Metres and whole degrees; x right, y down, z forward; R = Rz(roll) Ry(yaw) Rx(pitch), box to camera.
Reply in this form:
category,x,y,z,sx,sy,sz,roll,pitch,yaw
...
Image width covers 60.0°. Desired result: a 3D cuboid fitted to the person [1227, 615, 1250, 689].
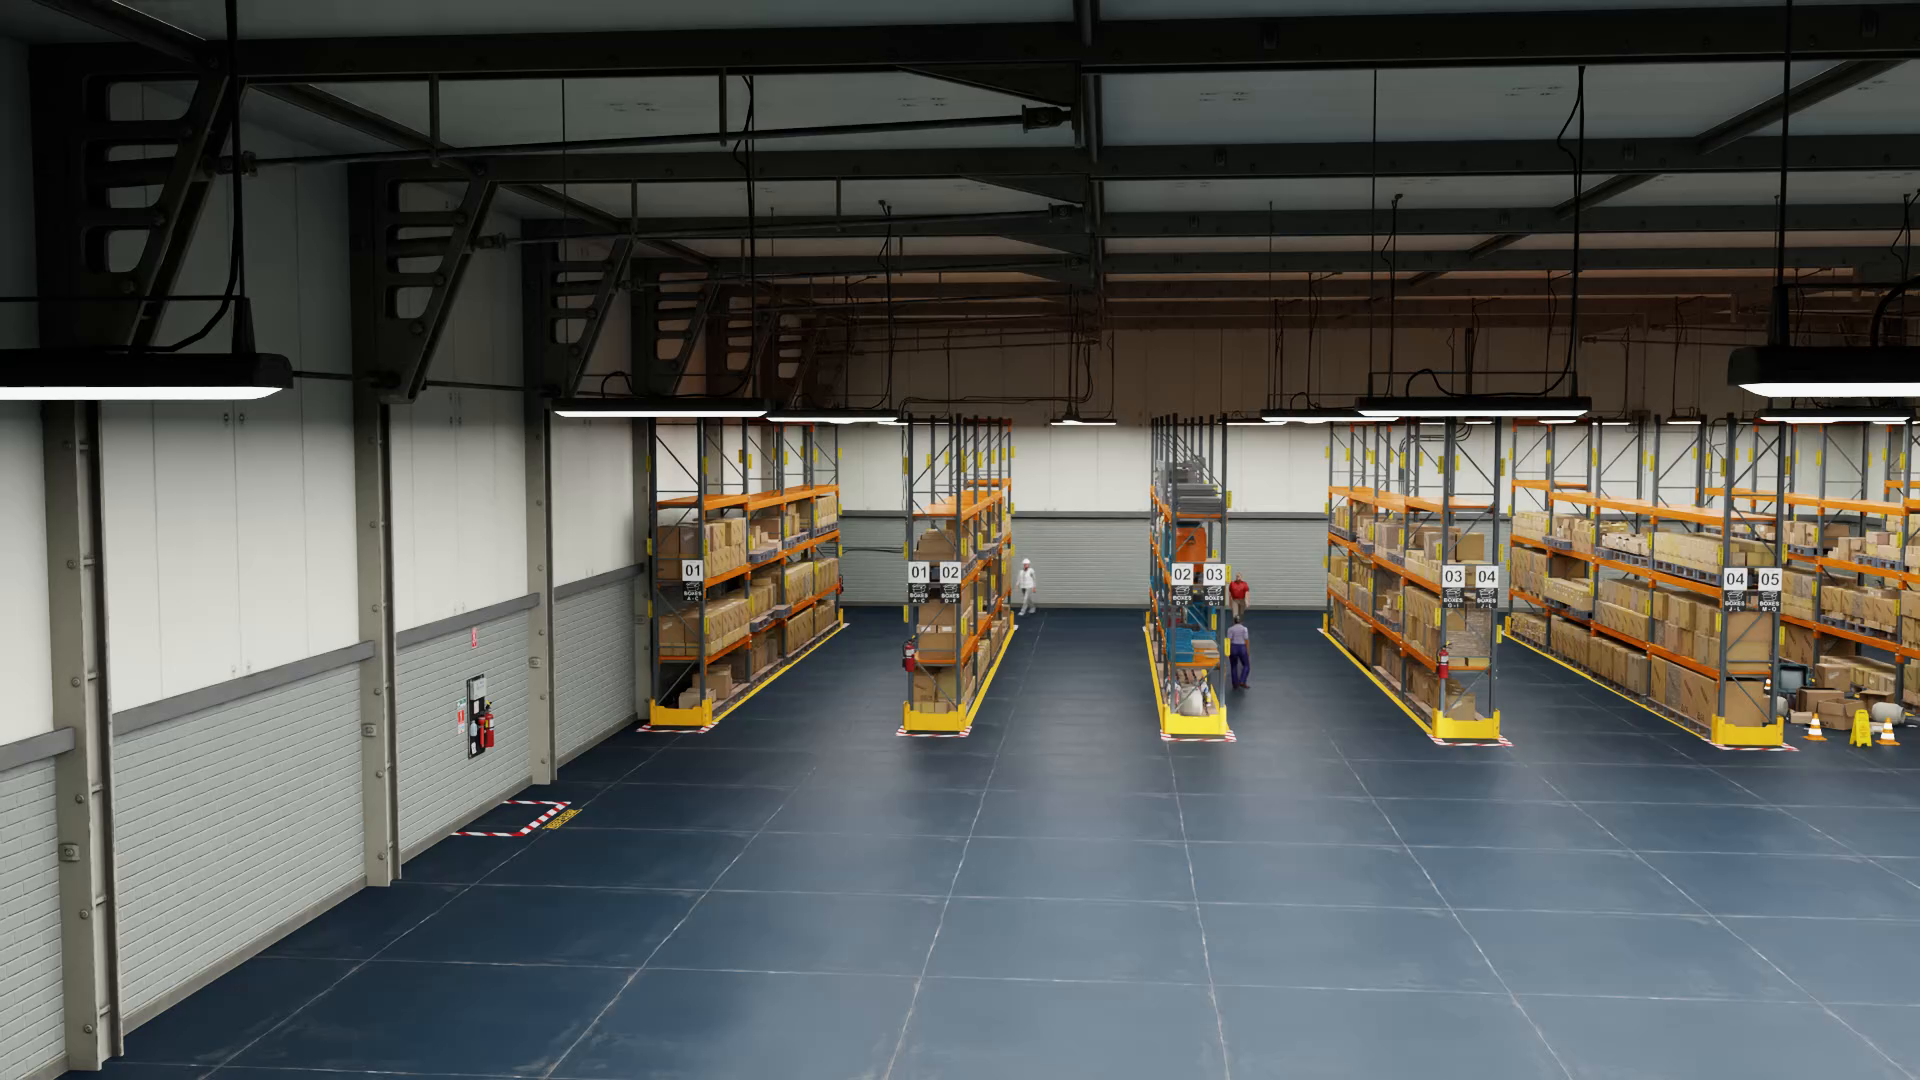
category,x,y,z,sx,sy,sz,roll,pitch,yaw
person,6.093,2.461,36.374,0.531,1.645,0.527,1,4,13

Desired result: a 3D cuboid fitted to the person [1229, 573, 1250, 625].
category,x,y,z,sx,sy,sz,roll,pitch,yaw
person,7.804,1.745,46.454,0.546,1.663,1.054,0,4,2

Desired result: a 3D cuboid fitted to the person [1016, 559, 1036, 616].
category,x,y,z,sx,sy,sz,roll,pitch,yaw
person,2.013,1.431,50.716,0.546,1.708,1.099,3,5,40
